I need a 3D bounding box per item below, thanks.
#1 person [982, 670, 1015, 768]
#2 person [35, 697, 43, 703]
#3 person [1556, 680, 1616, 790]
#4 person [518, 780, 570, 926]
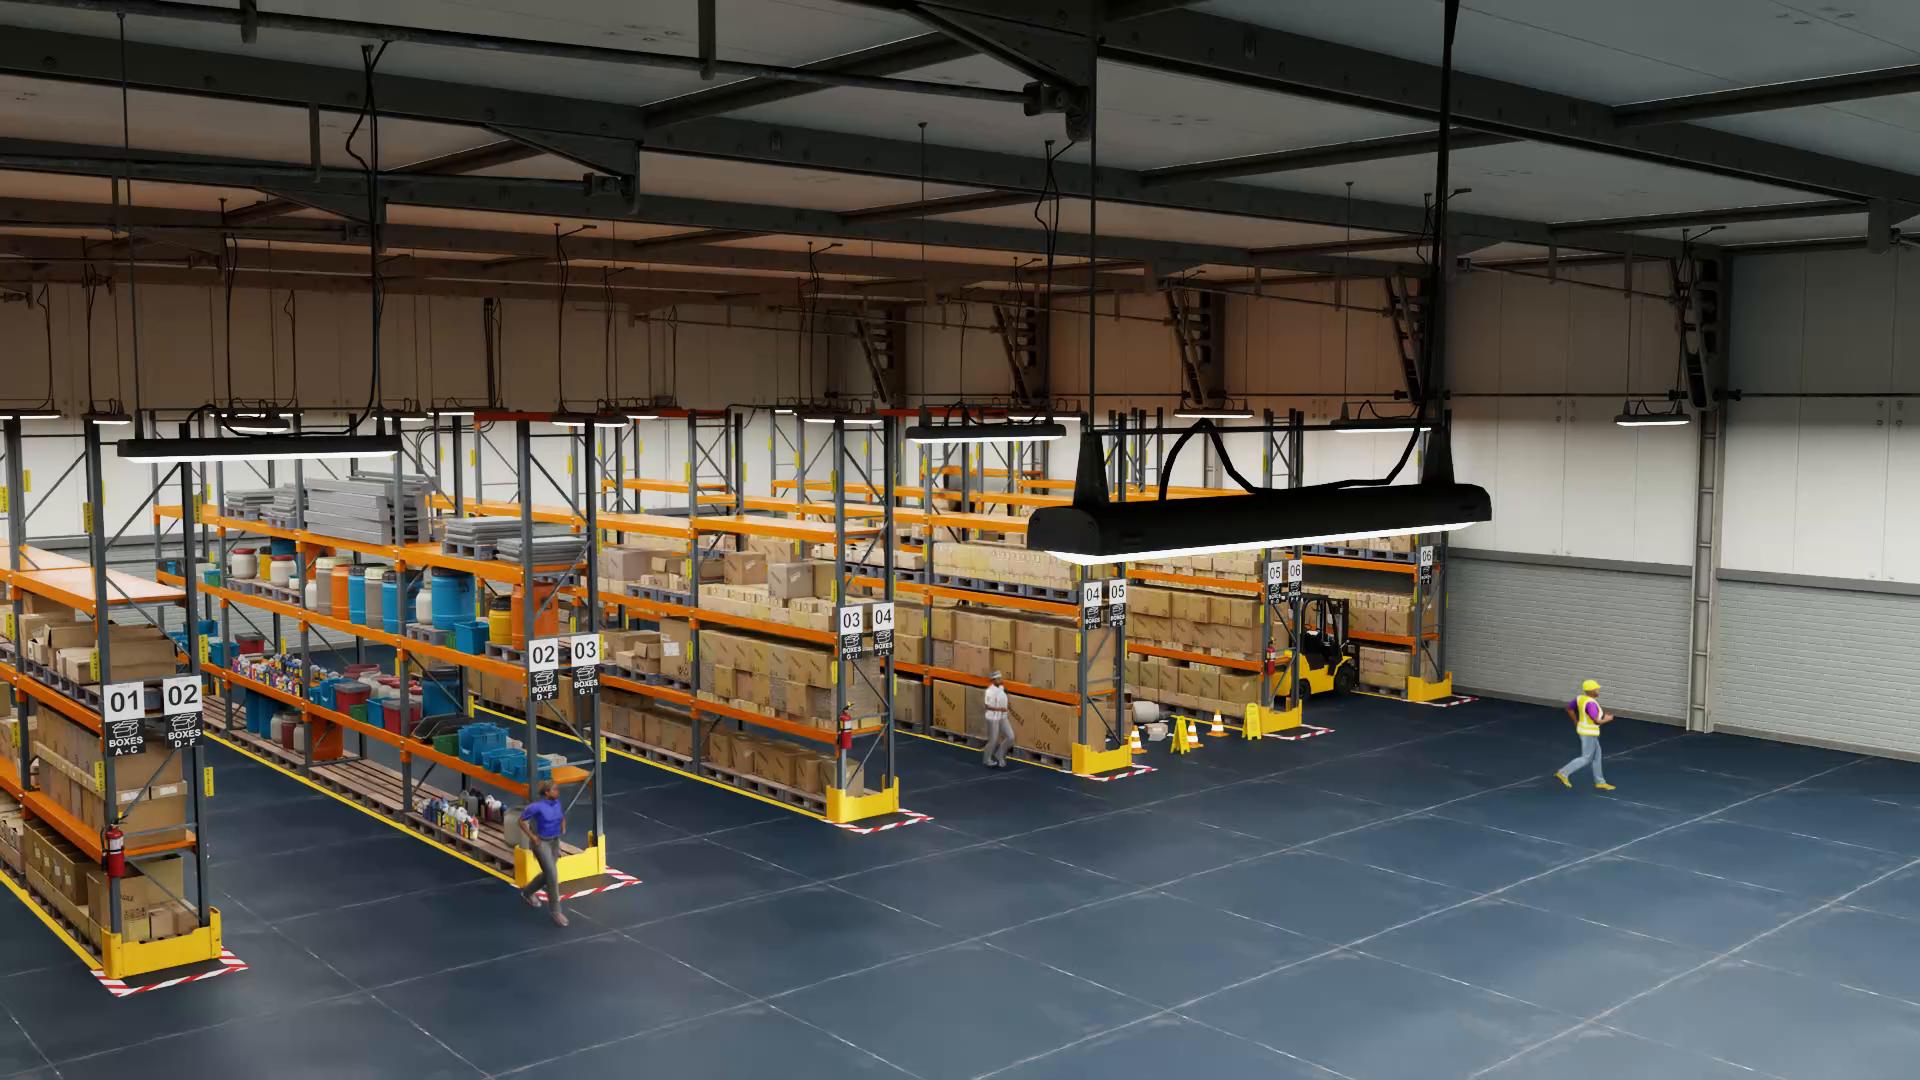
[{"bbox_3d":[0.650,3.032,28.090,0.548,1.703,0.681,-5,7,-44],"label":"person"},{"bbox_3d":[-16.574,2.869,30.116,0.723,1.718,0.561,5,7,43],"label":"person"},{"bbox_3d":[9.981,3.100,26.453,0.949,1.757,0.722,1,5,6],"label":"person"},{"bbox_3d":[-4.992,3.738,20.183,0.935,1.662,0.589,2,6,25],"label":"person"}]
